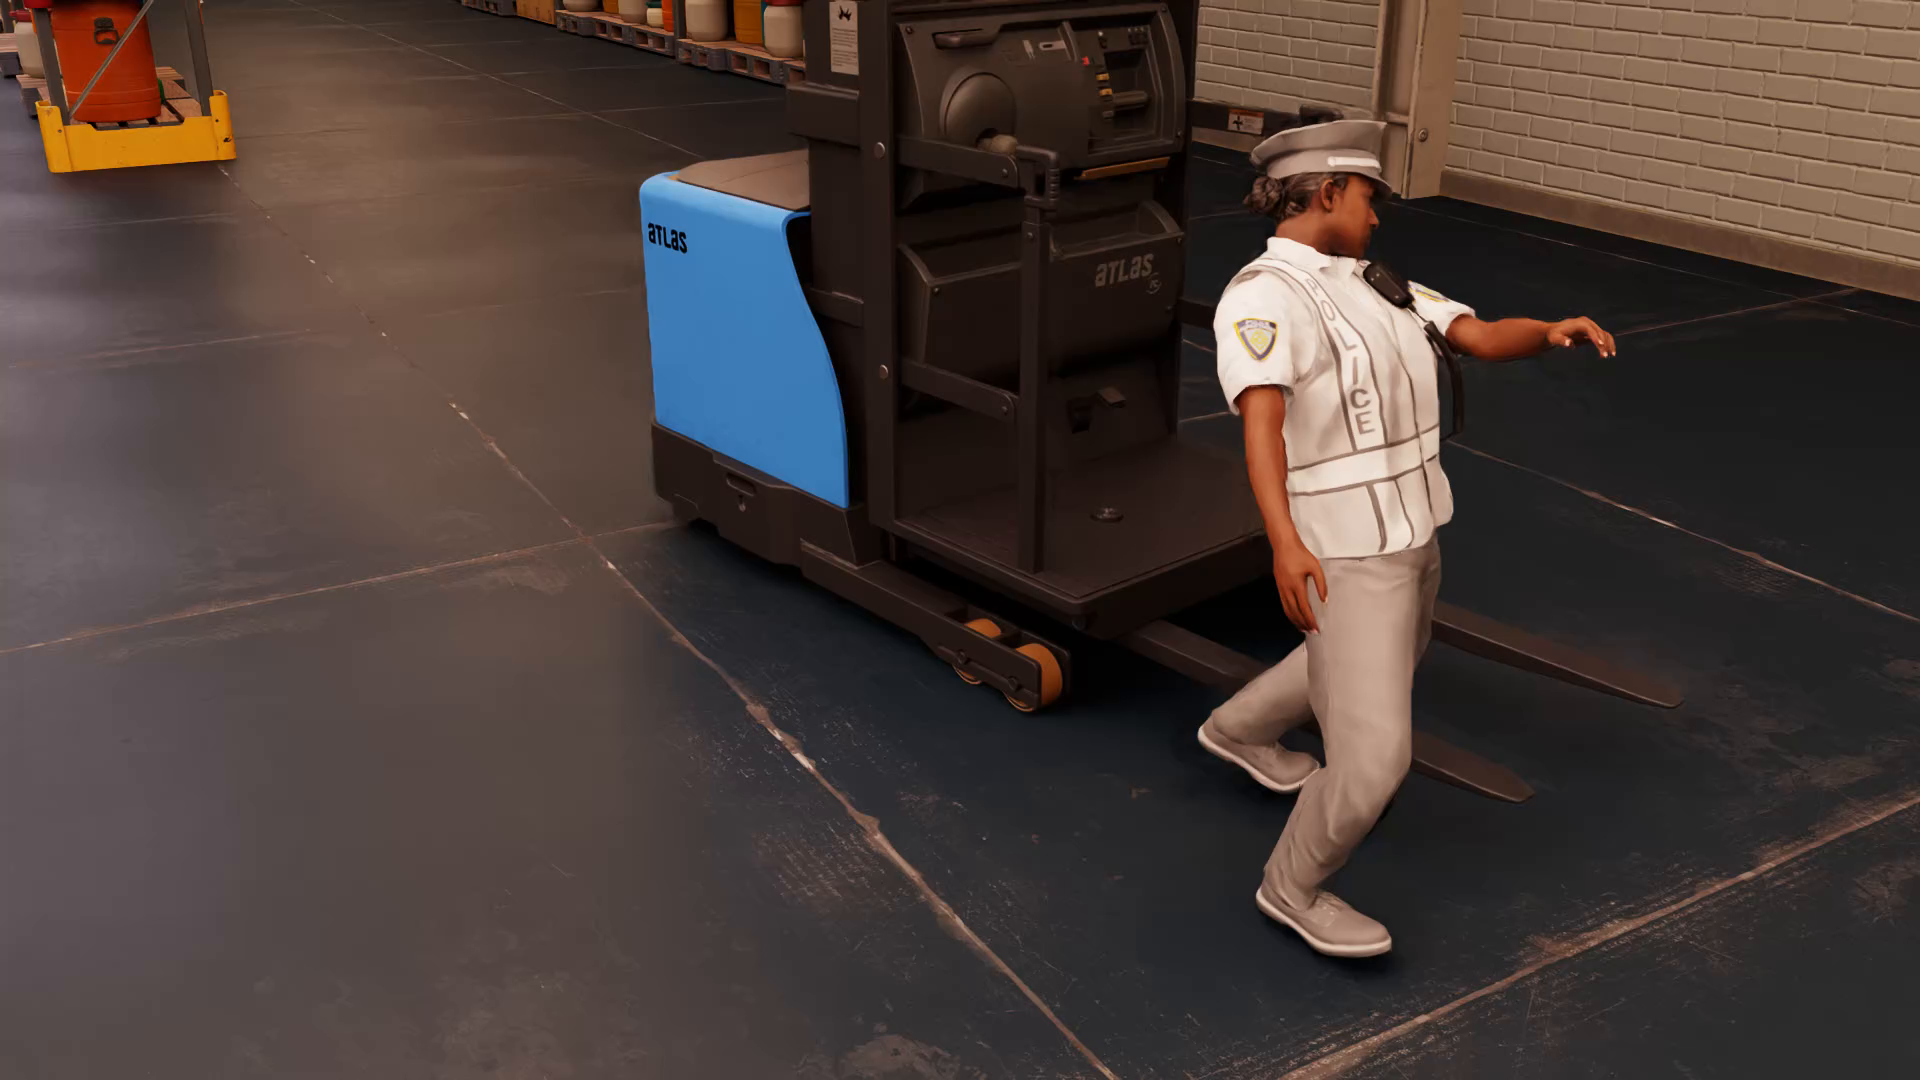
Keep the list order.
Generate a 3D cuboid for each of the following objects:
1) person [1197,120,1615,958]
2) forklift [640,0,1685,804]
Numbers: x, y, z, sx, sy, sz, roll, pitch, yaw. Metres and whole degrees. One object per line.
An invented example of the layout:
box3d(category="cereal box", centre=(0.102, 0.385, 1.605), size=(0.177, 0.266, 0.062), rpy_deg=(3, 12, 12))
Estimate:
box3d(category="person", centre=(0.721, 0.023, 3.046), size=(0.800, 1.492, 0.871), rpy_deg=(12, 25, 28))
box3d(category="forklift", centre=(0.370, -1.149, 4.074), size=(1.130, 2.935, 3.031), rpy_deg=(-18, 28, -37))
